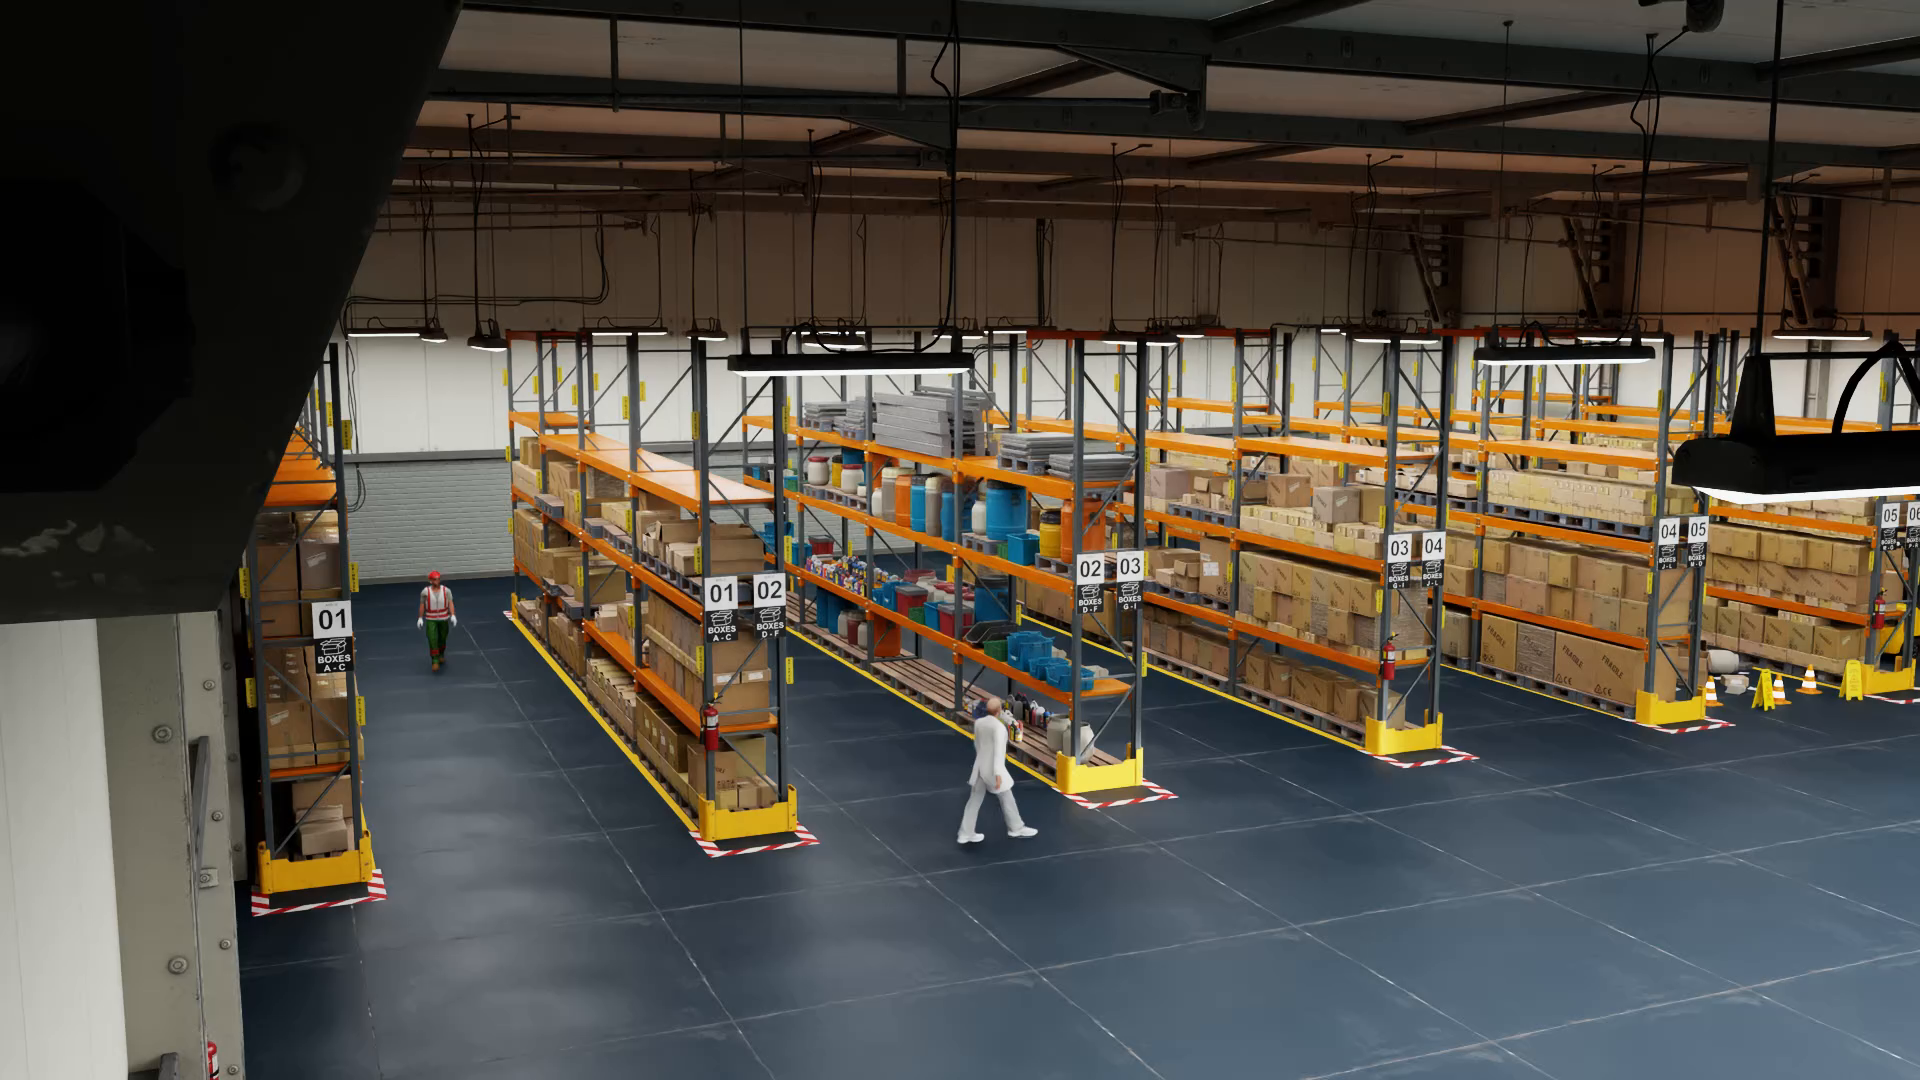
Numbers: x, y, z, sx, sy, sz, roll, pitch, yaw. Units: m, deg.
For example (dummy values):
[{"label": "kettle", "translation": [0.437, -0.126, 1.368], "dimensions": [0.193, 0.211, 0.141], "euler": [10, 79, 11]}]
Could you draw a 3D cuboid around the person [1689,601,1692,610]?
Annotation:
[{"label": "person", "translation": [15.323, 0.719, 34.727], "dimensions": [0.565, 1.771, 0.496], "euler": [-7, 10, -40]}]

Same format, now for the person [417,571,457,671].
[{"label": "person", "translation": [-9.347, 1.413, 29.712], "dimensions": [0.665, 1.725, 1.059], "euler": [-3, 8, -20]}]

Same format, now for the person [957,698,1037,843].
[{"label": "person", "translation": [0.414, 2.751, 19.974], "dimensions": [1.033, 1.707, 0.644], "euler": [-5, 9, -34]}]
